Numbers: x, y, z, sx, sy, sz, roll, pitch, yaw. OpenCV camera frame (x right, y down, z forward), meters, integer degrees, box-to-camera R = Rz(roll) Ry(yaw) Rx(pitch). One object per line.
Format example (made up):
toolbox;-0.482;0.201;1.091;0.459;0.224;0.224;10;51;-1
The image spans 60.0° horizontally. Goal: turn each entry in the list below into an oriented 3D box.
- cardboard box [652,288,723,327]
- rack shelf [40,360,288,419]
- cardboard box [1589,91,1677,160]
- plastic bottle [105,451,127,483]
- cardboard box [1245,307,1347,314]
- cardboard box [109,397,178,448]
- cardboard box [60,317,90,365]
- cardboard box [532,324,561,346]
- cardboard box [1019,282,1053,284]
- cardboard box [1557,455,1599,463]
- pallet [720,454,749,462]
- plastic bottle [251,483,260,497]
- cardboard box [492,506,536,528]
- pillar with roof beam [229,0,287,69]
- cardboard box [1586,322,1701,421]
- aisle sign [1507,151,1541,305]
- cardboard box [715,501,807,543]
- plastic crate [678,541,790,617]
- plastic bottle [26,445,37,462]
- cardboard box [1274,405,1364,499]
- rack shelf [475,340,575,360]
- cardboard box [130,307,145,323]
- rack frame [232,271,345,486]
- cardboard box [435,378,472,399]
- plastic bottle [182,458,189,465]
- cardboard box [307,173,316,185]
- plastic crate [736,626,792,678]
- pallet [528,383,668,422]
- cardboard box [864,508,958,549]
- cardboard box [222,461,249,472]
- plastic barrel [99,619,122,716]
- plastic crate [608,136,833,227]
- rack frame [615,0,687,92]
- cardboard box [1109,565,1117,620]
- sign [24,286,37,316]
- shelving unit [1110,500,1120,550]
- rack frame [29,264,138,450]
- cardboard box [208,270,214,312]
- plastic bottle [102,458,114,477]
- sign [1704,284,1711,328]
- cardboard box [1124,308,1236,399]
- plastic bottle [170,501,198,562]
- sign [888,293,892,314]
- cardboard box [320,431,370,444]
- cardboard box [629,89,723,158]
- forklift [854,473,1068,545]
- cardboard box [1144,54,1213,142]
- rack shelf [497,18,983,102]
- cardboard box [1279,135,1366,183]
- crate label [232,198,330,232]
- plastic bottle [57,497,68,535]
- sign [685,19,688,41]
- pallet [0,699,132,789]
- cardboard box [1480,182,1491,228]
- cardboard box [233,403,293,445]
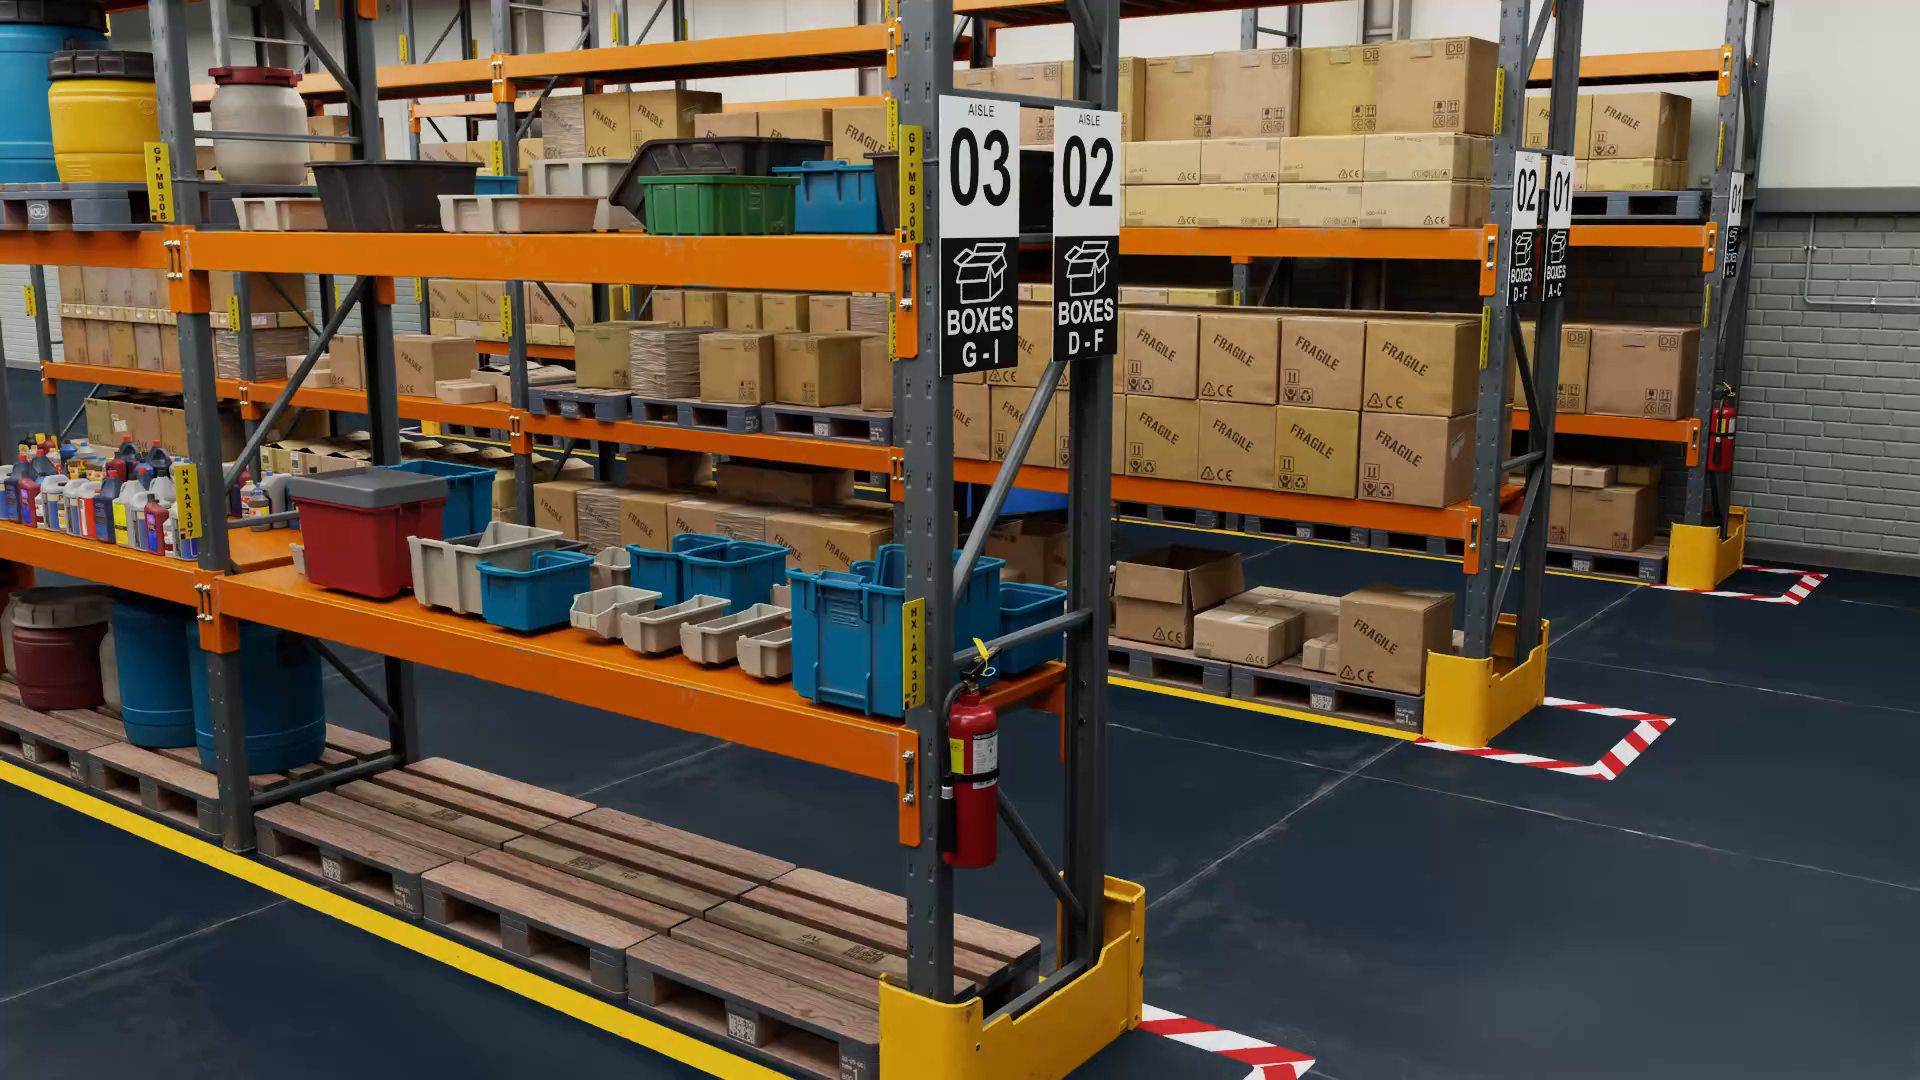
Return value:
cardboard box;-3.242;-2.735;19.847;0.500;0.500;0.700;8;14;36
rack shelf;-8.174;-1.645;17.529;4.000;0.370;1.077;8;13;36
cardboard box;5.288;-3.246;13.065;0.500;0.500;0.500;8;13;35
plastic bottle;-4.709;-0.357;9.284;0.133;0.283;0.061;8;13;36
cardboard box;2.083;-1.169;10.279;0.500;0.500;0.500;8;14;36
cardboard box;-8.670;-1.243;17.716;0.500;0.500;0.500;8;13;36
cardboard box;-9.417;-2.218;18.332;0.500;0.500;0.700;8;14;36
cardboard box;-5.005;-2.587;20.844;0.500;0.250;0.500;8;13;35
cardboard box;0.938;-2.527;17.122;0.500;0.250;0.500;8;13;34
cardboard box;5.227;-0.617;14.090;0.250;0.149;0.380;8;14;36
pallet;-2.016;-0.939;19.326;1.213;0.211;1.003;8;13;36
plastic bottle;-3.647;-0.198;8.679;0.097;0.201;0.097;0;11;0
cardboard box;-3.906;-0.202;14.308;0.500;0.250;0.500;8;14;37
pillar with roof beam;-13.164;-5.996;22.333;0.548;9.000;9.100;8;13;36
cardboard box;5.623;-1.386;13.507;0.700;0.700;0.980;9;14;38
aisle sign;2.984;-1.646;8.796;0.004;0.787;0.394;8;13;36
cardboard box;-1.478;0.013;12.491;0.500;0.500;0.500;8;14;36
plastic crate;-0.890;0.160;6.587;0.300;0.233;0.416;8;13;36
plastic bottle;-5.612;-0.472;10.096;0.097;0.201;0.097;0;11;0
cardboard box;2.168;-0.540;9.659;0.500;0.500;0.500;8;14;36
rack shelf;-5.244;-2.404;21.451;4.000;0.370;1.077;8;13;36
cardboard box;-8.358;-2.340;17.259;0.250;0.149;0.380;8;14;36
rack frame;-6.561;-1.773;16.298;0.127;3.000;1.000;8;13;36
cardboard box;-4.399;-1.335;14.694;0.250;0.149;0.380;9;14;40
plastic bottle;-4.206;-0.311;9.076;0.097;0.271;0.097;0;11;0
cardboard box;-5.626;-3.246;15.305;0.500;0.250;0.500;6;13;30
plastic crate;-0.589;0.370;5.757;0.243;0.136;0.396;8;13;36
pallet;-2.750;-1.164;13.654;1.003;0.211;1.213;8;13;36
cardboard box;-0.359;0.046;12.319;0.500;0.500;0.500;7;13;33
cardboard box;-7.065;-0.648;16.616;0.500;0.250;0.500;8;13;36
plastic barrel;-4.450;0.679;9.068;0.421;0.512;0.421;0;11;0
plastic crate;-0.893;-1.322;6.234;0.767;0.338;0.504;8;13;36
rack frame;-3.632;-5.477;19.651;0.127;3.000;1.000;8;13;36
cardboard box;1.118;0.335;11.320;0.500;0.311;0.500;8;13;36
sign;-10.119;-2.603;18.097;0.005;0.325;0.100;8;13;36
shelving unit;1.218;-0.542;14.672;0.258;1.200;0.503;-3;11;-13
rack frame;-9.786;-2.223;18.623;0.127;3.000;1.000;8;13;36
cardboard box;-7.331;-2.565;16.711;0.500;0.500;0.700;8;13;35
plastic bottle;-4.876;-0.370;9.566;0.097;0.201;0.097;0;11;0
sign;5.707;-1.786;12.693;0.005;0.325;0.100;8;13;36
cardboard box;1.347;-1.144;10.150;0.500;0.500;0.500;8;14;37
plastic bottle;-3.557;-0.050;7.717;0.135;0.276;0.152;8;13;36
sign;-0.722;-2.528;17.359;0.005;0.325;0.100;8;13;36
cardboard box;-6.065;-0.903;16.458;0.500;0.311;0.500;8;13;36
cardboard box;-2.167;-3.172;12.733;0.500;0.500;0.500;8;13;36
forklift;-0.566;-1.389;14.494;3.031;2.935;1.130;-5;12;-24
cardboard box;1.520;-2.672;10.149;0.500;0.500;0.700;8;13;36
rack shelf;-1.725;-3.495;12.348;4.000;0.370;1.077;8;13;36
cardboard box;2.142;-2.144;9.394;0.500;0.250;0.500;8;13;36
crate label;-2.825;-1.360;6.959;0.466;0.136;0.293;8;13;36
plastic bottle;-4.476;-0.135;8.353;0.097;0.201;0.097;0;11;0
sign;-3.309;-6.099;19.989;0.005;0.325;0.100;8;13;36
pallet;-4.633;1.023;9.186;1.213;0.211;1.003;8;13;36
cardboard box;2.847;-1.920;9.554;0.500;0.250;0.500;8;13;36
cardboard box;-7.158;-1.153;17.250;0.500;0.500;0.500;8;13;36
